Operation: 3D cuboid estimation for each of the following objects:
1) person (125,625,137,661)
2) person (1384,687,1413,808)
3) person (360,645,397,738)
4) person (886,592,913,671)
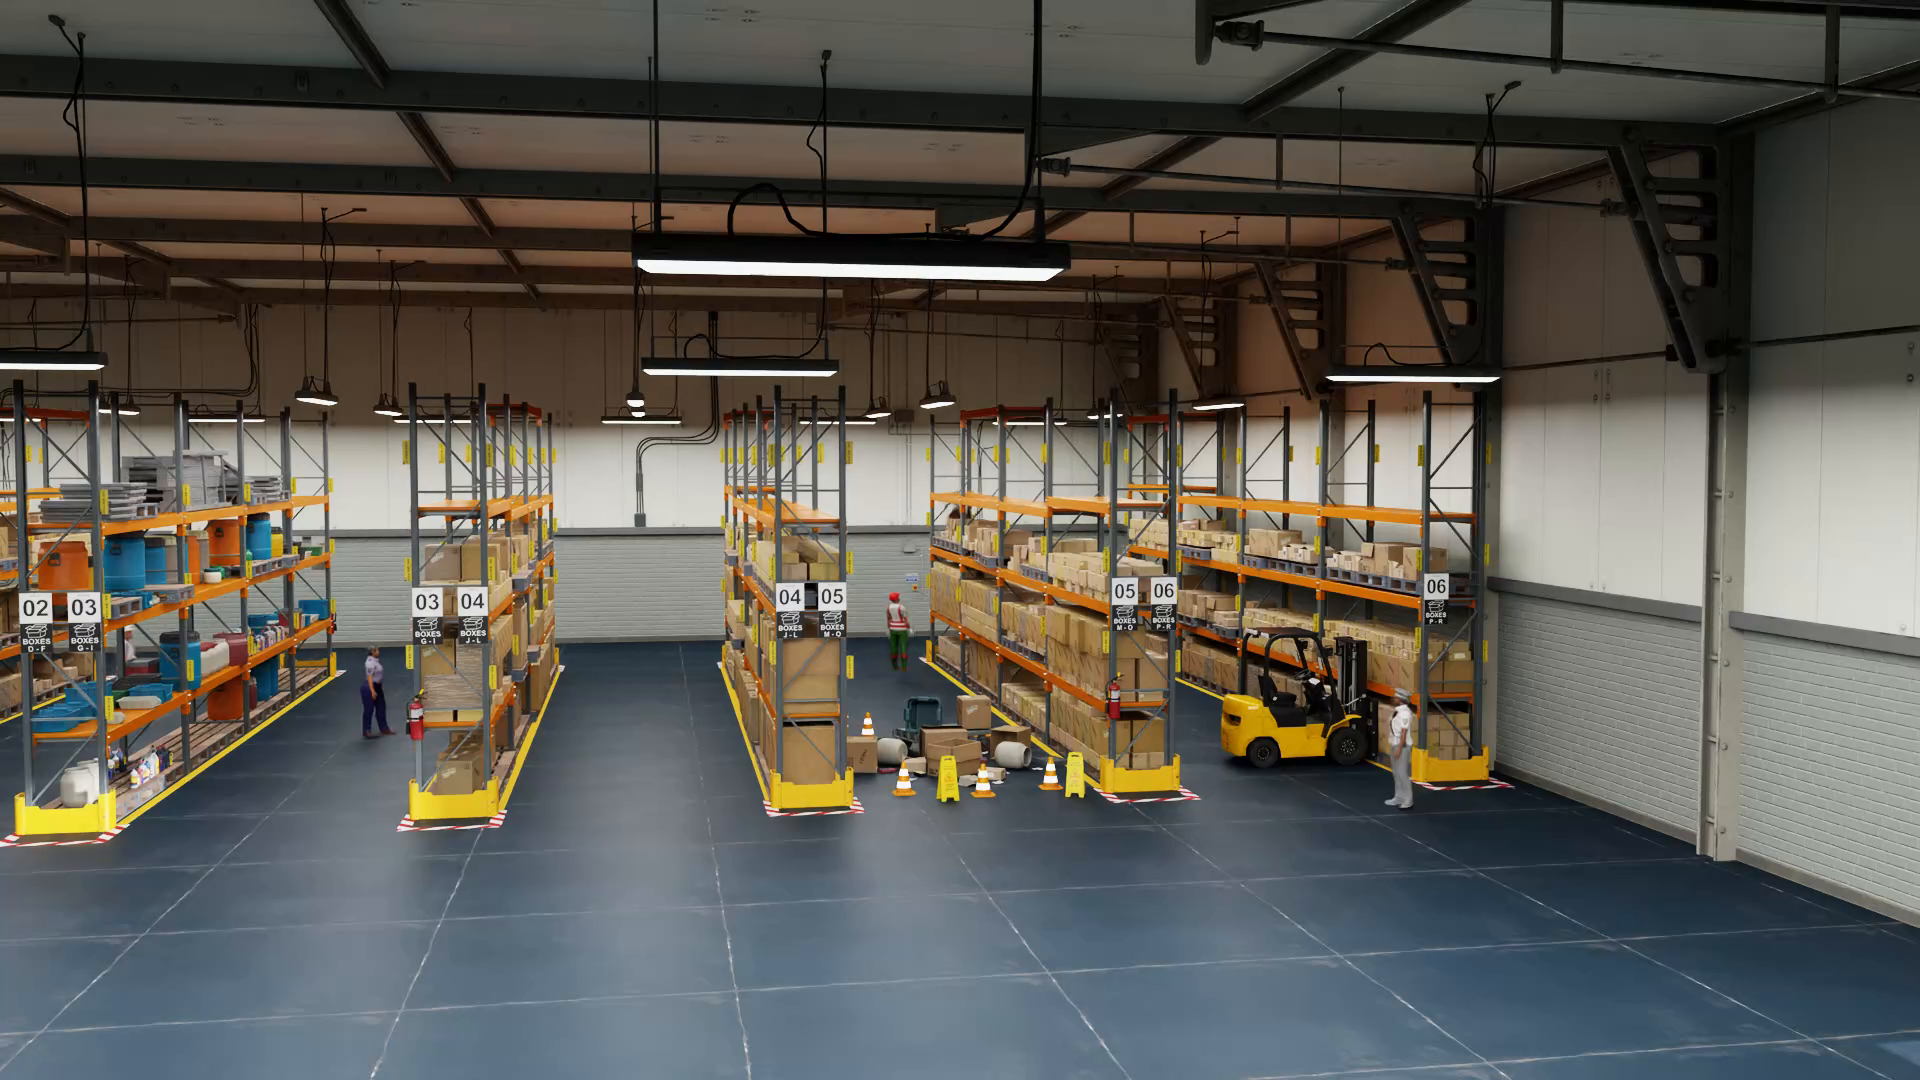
[{"bbox_3d":[-15.811,2.502,31.626,0.407,1.797,0.553,-2,4,-34],"label":"person"},{"bbox_3d":[6.268,2.956,23.695,0.366,1.697,0.529,0,3,-7],"label":"person"},{"bbox_3d":[-10.403,2.685,29.668,0.518,1.648,0.554,0,3,4],"label":"person"},{"bbox_3d":[-1.347,2.029,37.189,0.604,1.766,0.573,0,3,10],"label":"person"}]
